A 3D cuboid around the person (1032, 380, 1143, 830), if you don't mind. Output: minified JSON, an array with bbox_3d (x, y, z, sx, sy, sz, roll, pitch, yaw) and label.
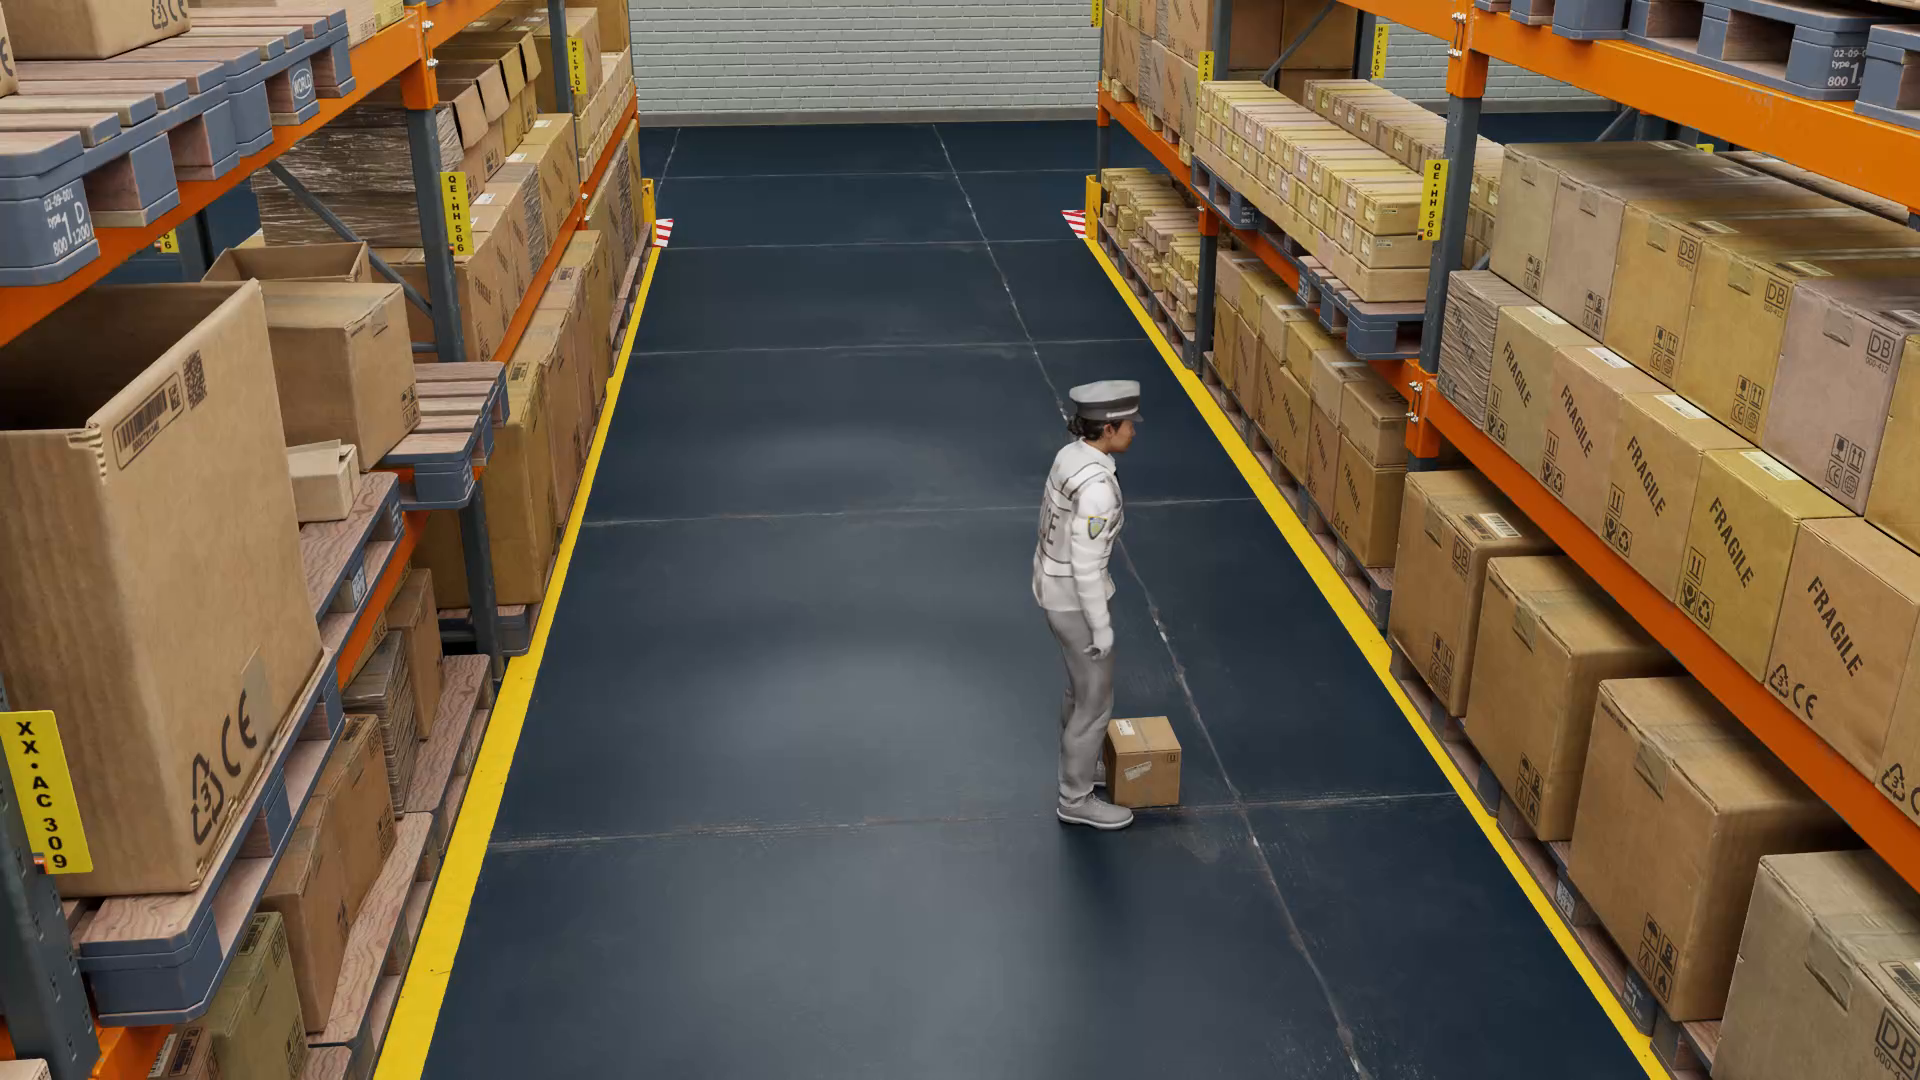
[{"bbox_3d":[0.474,0.225,6.089,0.407,1.662,0.528,-2,24,-5],"label":"person"}]
